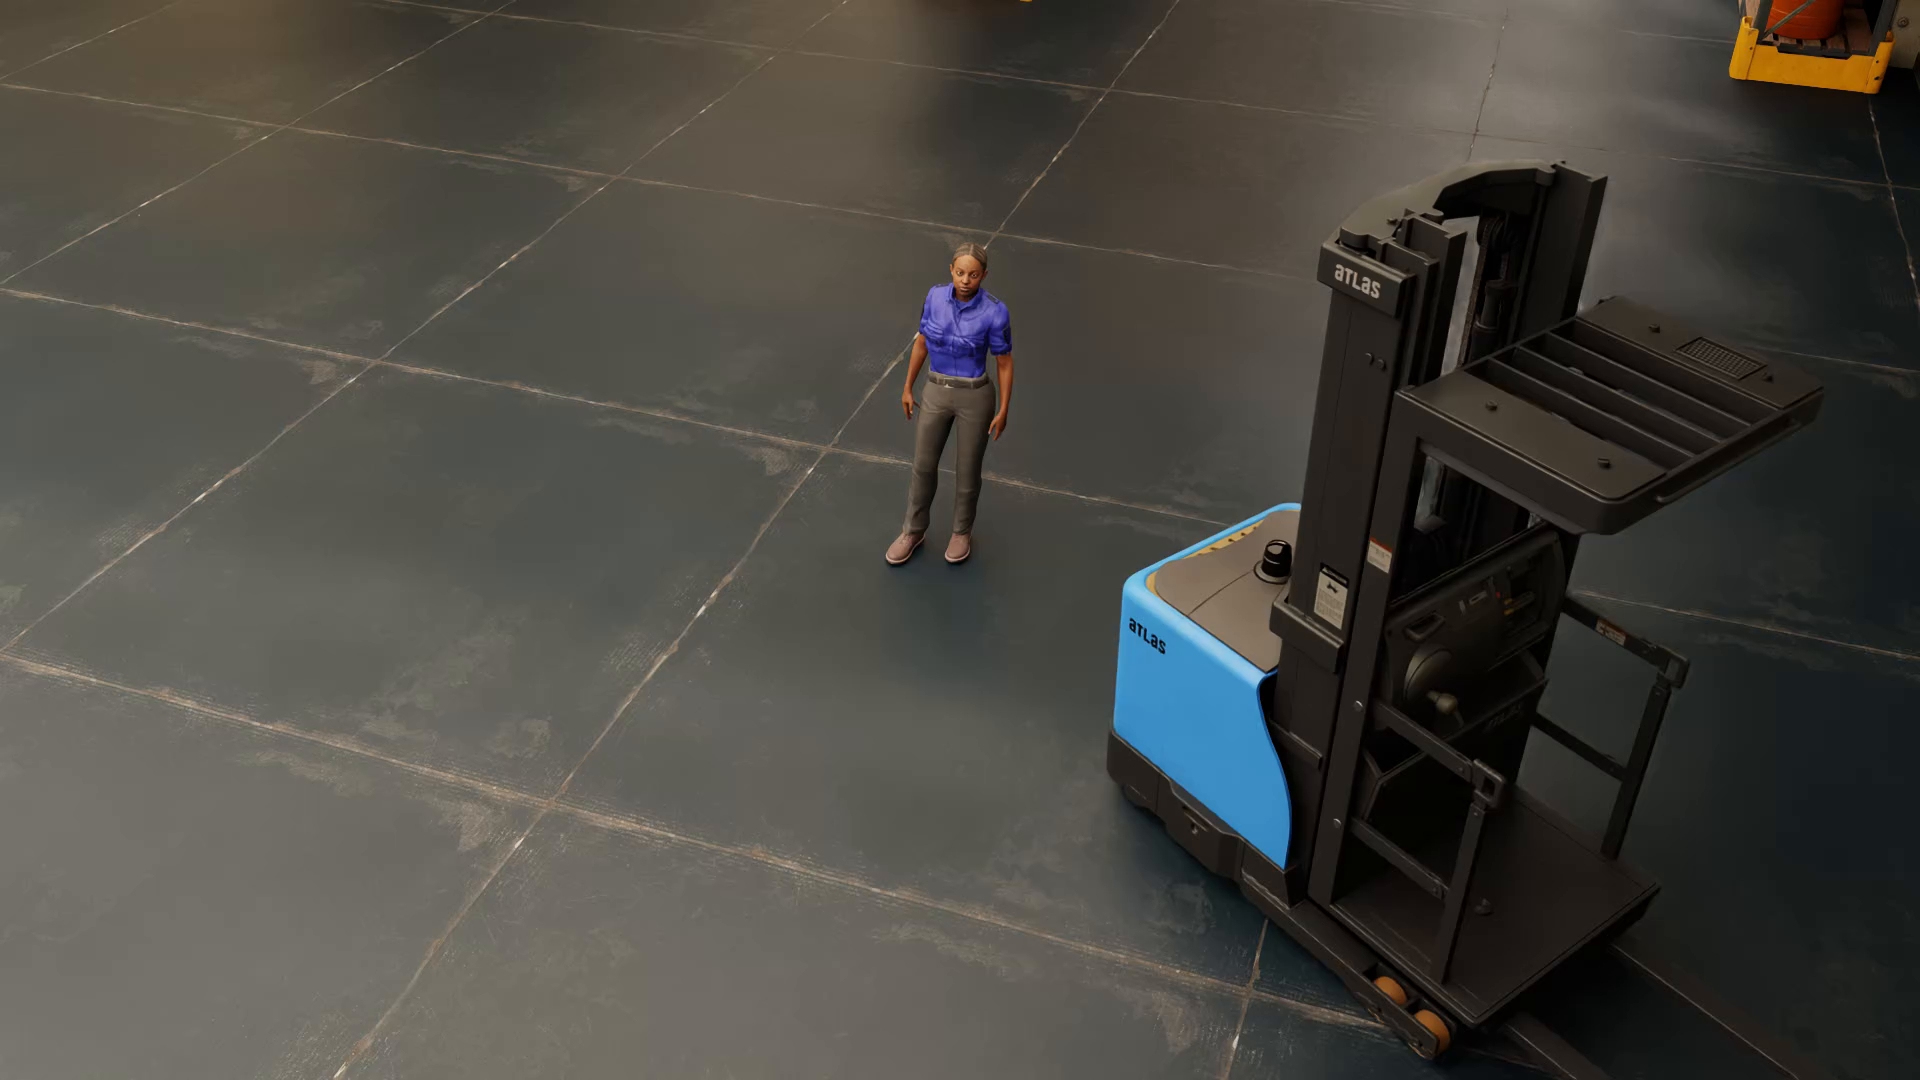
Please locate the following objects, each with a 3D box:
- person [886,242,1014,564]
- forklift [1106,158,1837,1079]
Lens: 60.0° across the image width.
[{"bbox_3d":[-0.048,-0.637,8.100,0.569,1.655,0.504,12,37,16],"label":"person"},{"bbox_3d":[1.915,0.347,5.621,1.130,2.935,3.031,-23,42,-29],"label":"forklift"}]
